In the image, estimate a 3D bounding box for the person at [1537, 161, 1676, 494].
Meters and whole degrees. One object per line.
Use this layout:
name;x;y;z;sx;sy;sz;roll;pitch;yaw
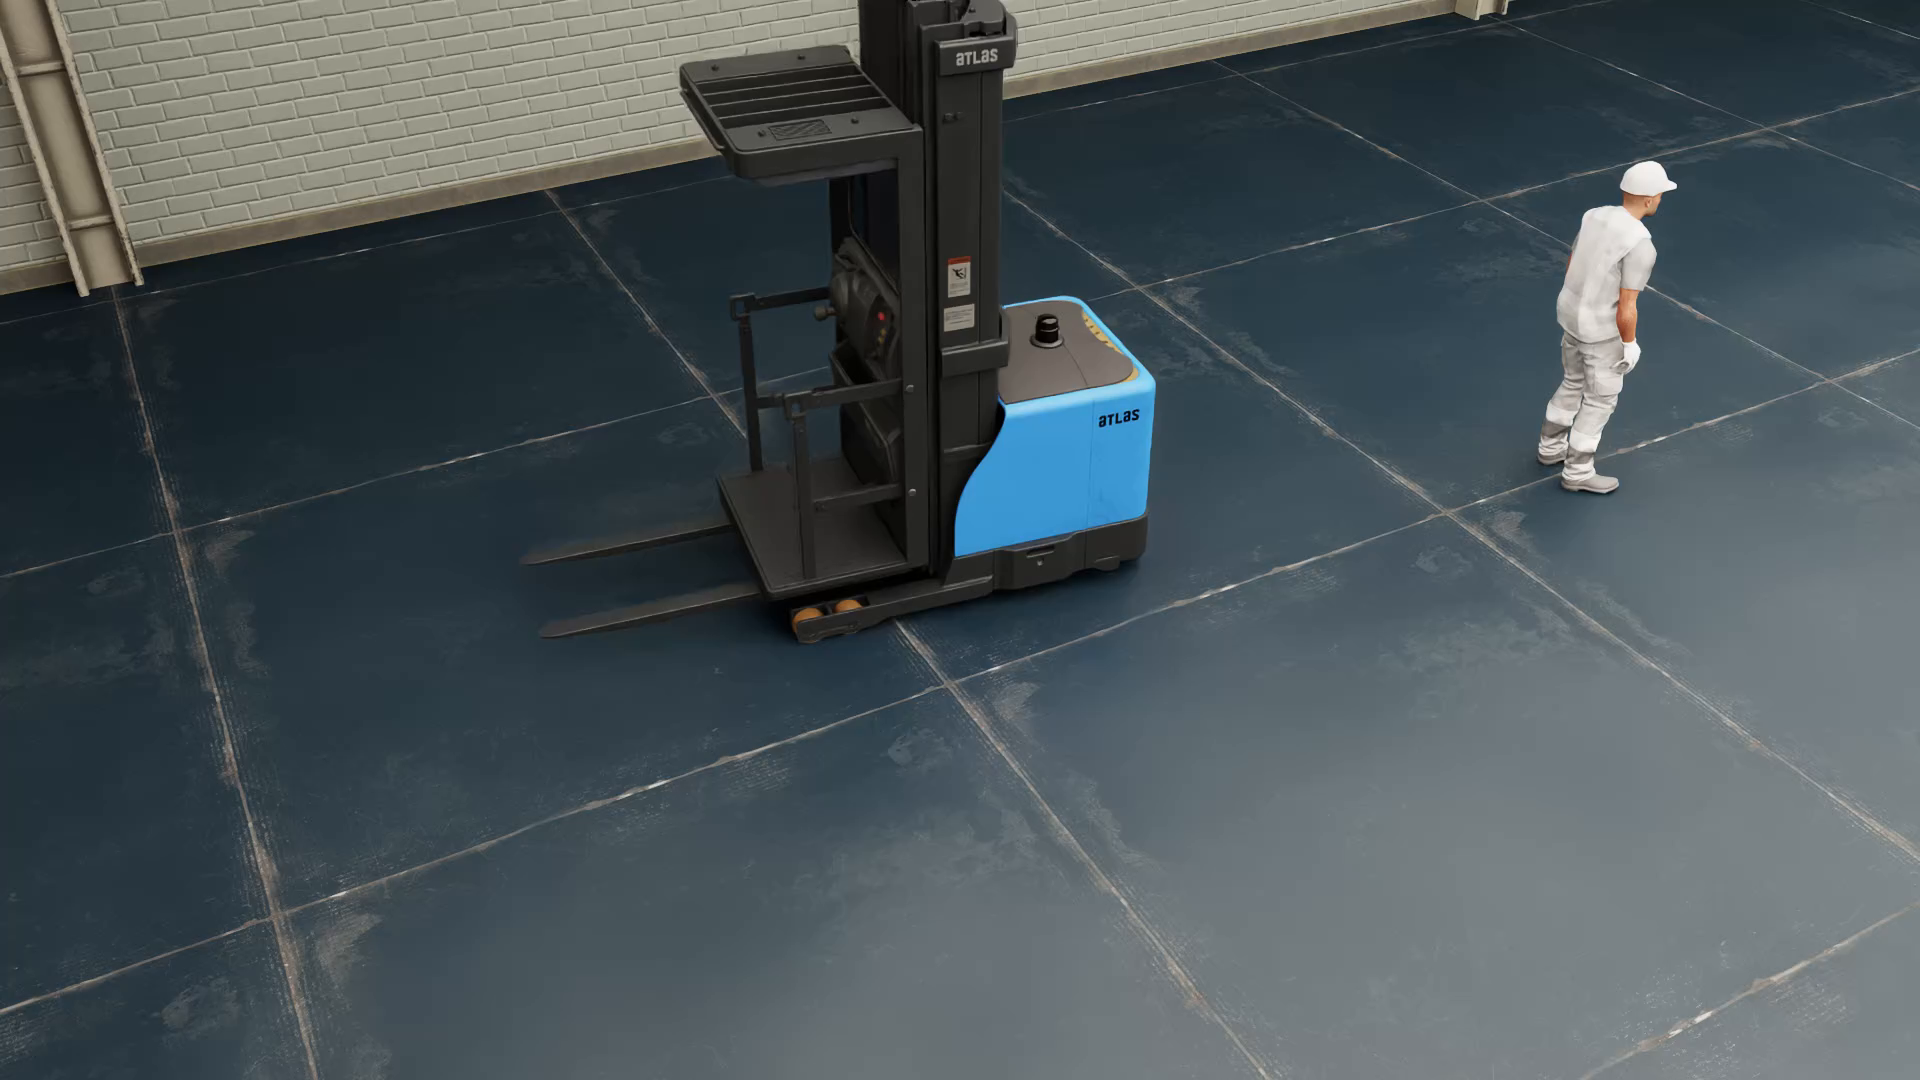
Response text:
person;3.361;-1.117;8.707;0.453;1.777;0.609;-7;36;-10

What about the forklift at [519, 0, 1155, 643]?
forklift;-0.626;-1.048;7.606;3.031;2.935;1.130;-12;37;-16
